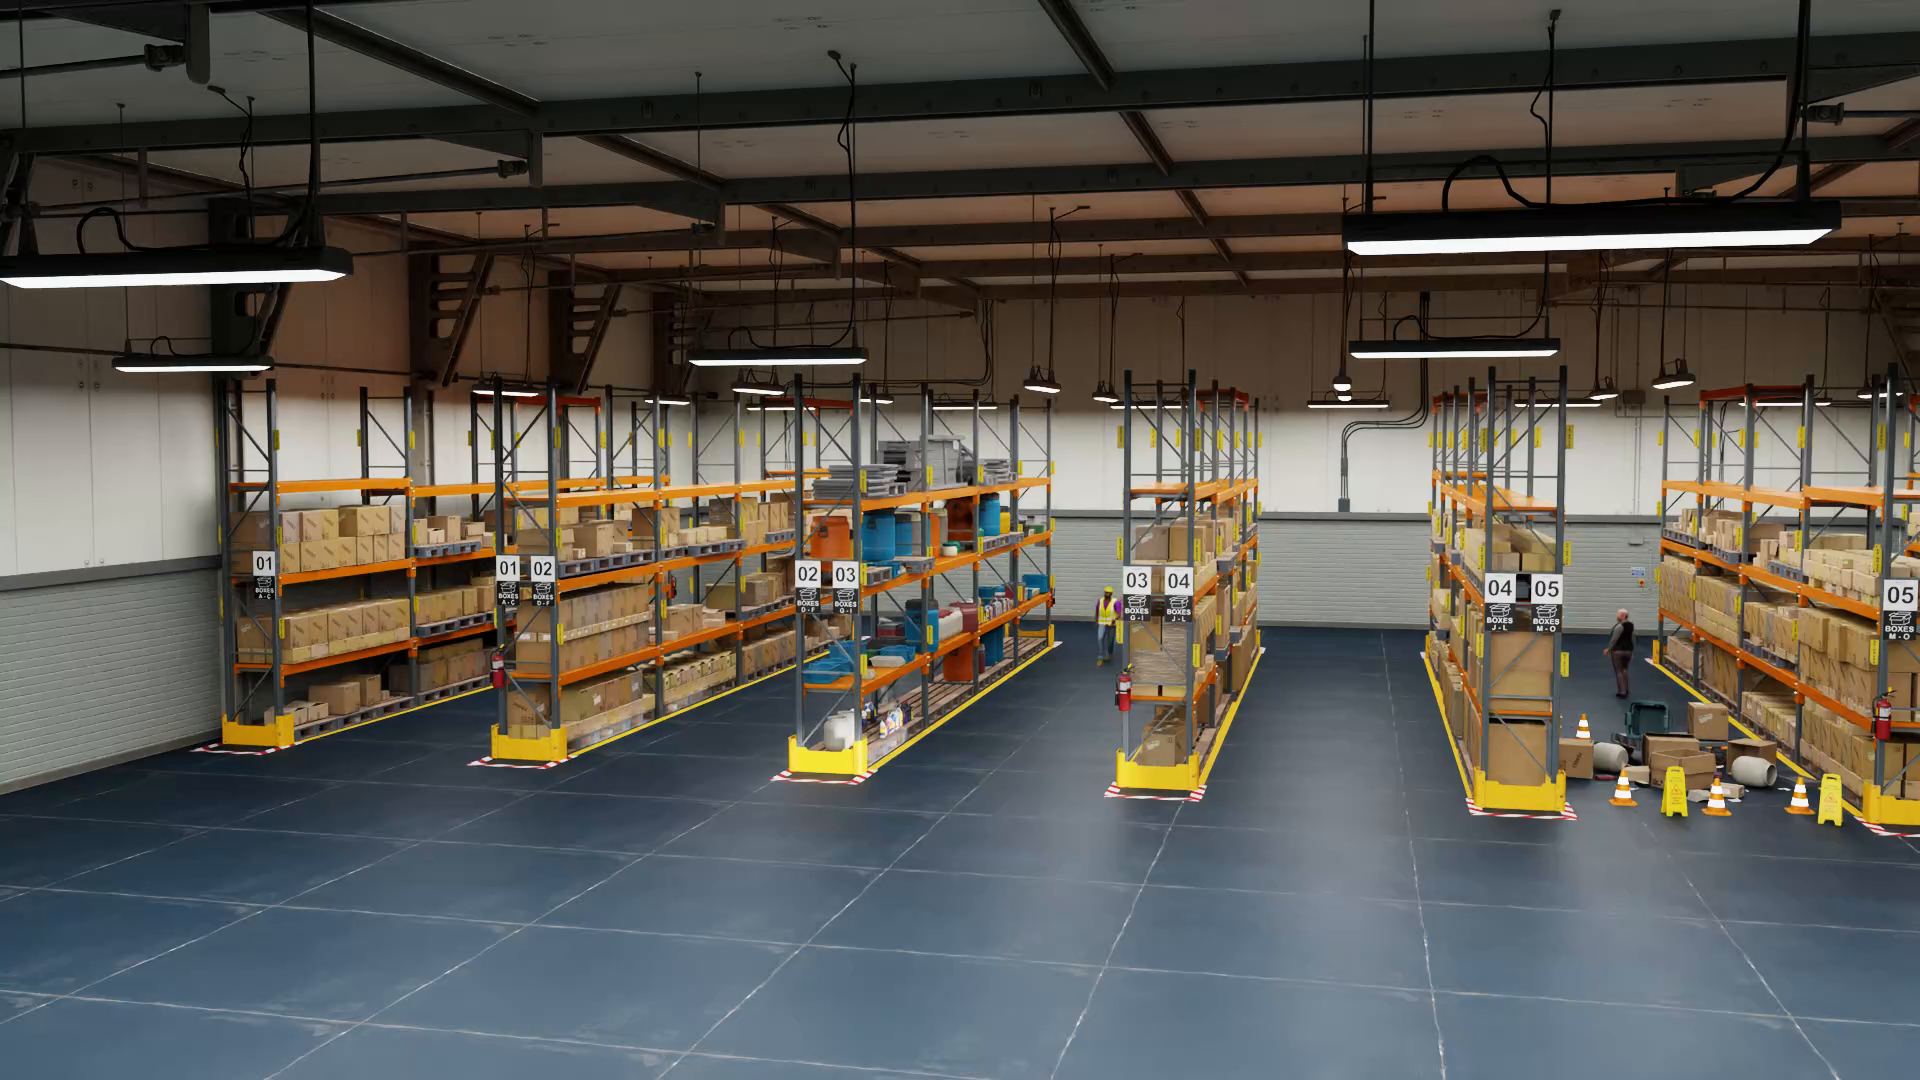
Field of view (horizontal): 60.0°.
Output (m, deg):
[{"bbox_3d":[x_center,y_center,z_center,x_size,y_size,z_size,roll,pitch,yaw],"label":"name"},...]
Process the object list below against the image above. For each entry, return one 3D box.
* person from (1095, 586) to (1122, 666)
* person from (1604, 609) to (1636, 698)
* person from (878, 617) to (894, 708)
[{"bbox_3d":[3.309,1.910,37.302,0.637,1.747,1.003,1,4,13],"label":"person"},{"bbox_3d":[12.808,2.208,32.204,0.604,1.756,0.607,0,3,-3],"label":"person"},{"bbox_3d":[-1.431,2.306,31.064,0.362,1.721,0.555,2,4,34],"label":"person"}]
